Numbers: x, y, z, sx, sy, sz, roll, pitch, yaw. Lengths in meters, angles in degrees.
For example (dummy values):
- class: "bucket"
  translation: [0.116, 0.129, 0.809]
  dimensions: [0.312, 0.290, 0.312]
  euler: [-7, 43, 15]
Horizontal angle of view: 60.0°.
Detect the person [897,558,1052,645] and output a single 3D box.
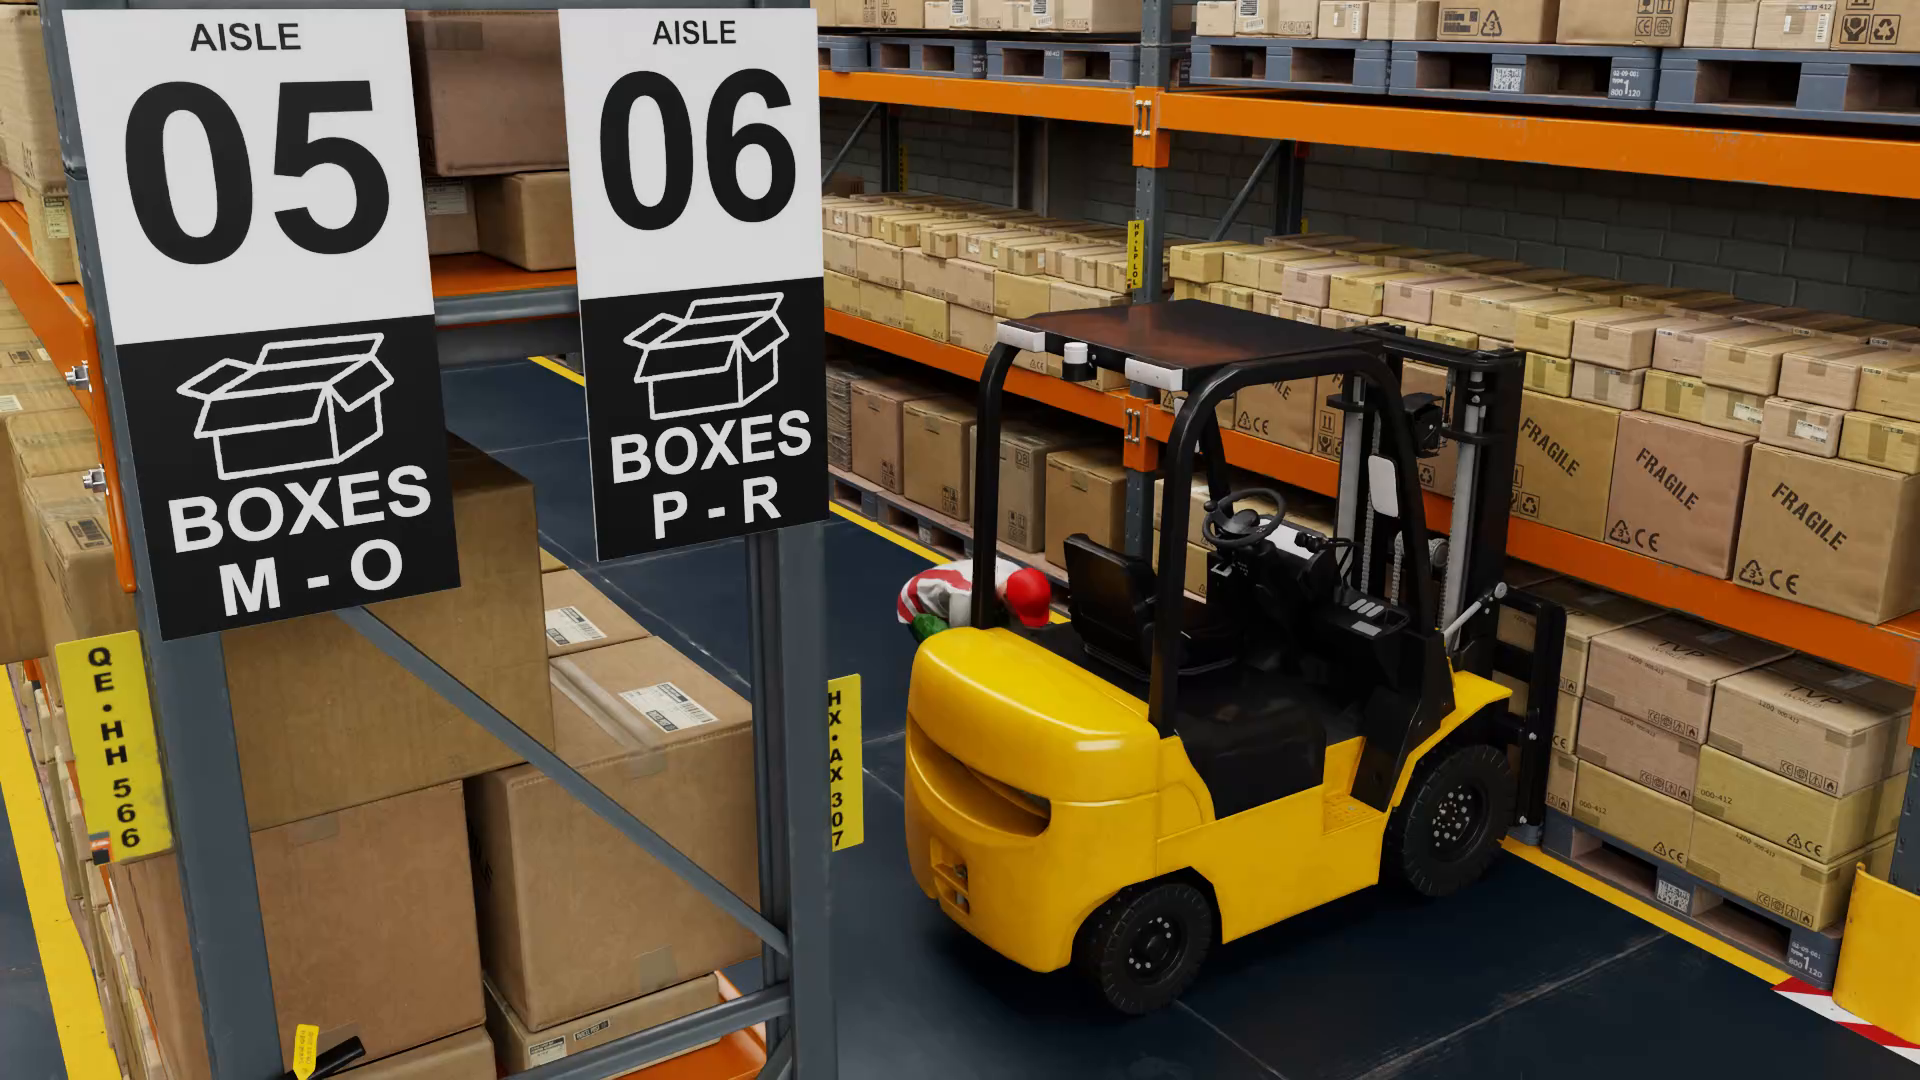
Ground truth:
- class: "person"
  translation: [0.083, 0.465, 7.838]
  dimensions: [0.540, 0.876, 0.915]
  euler: [-12, 21, -32]
